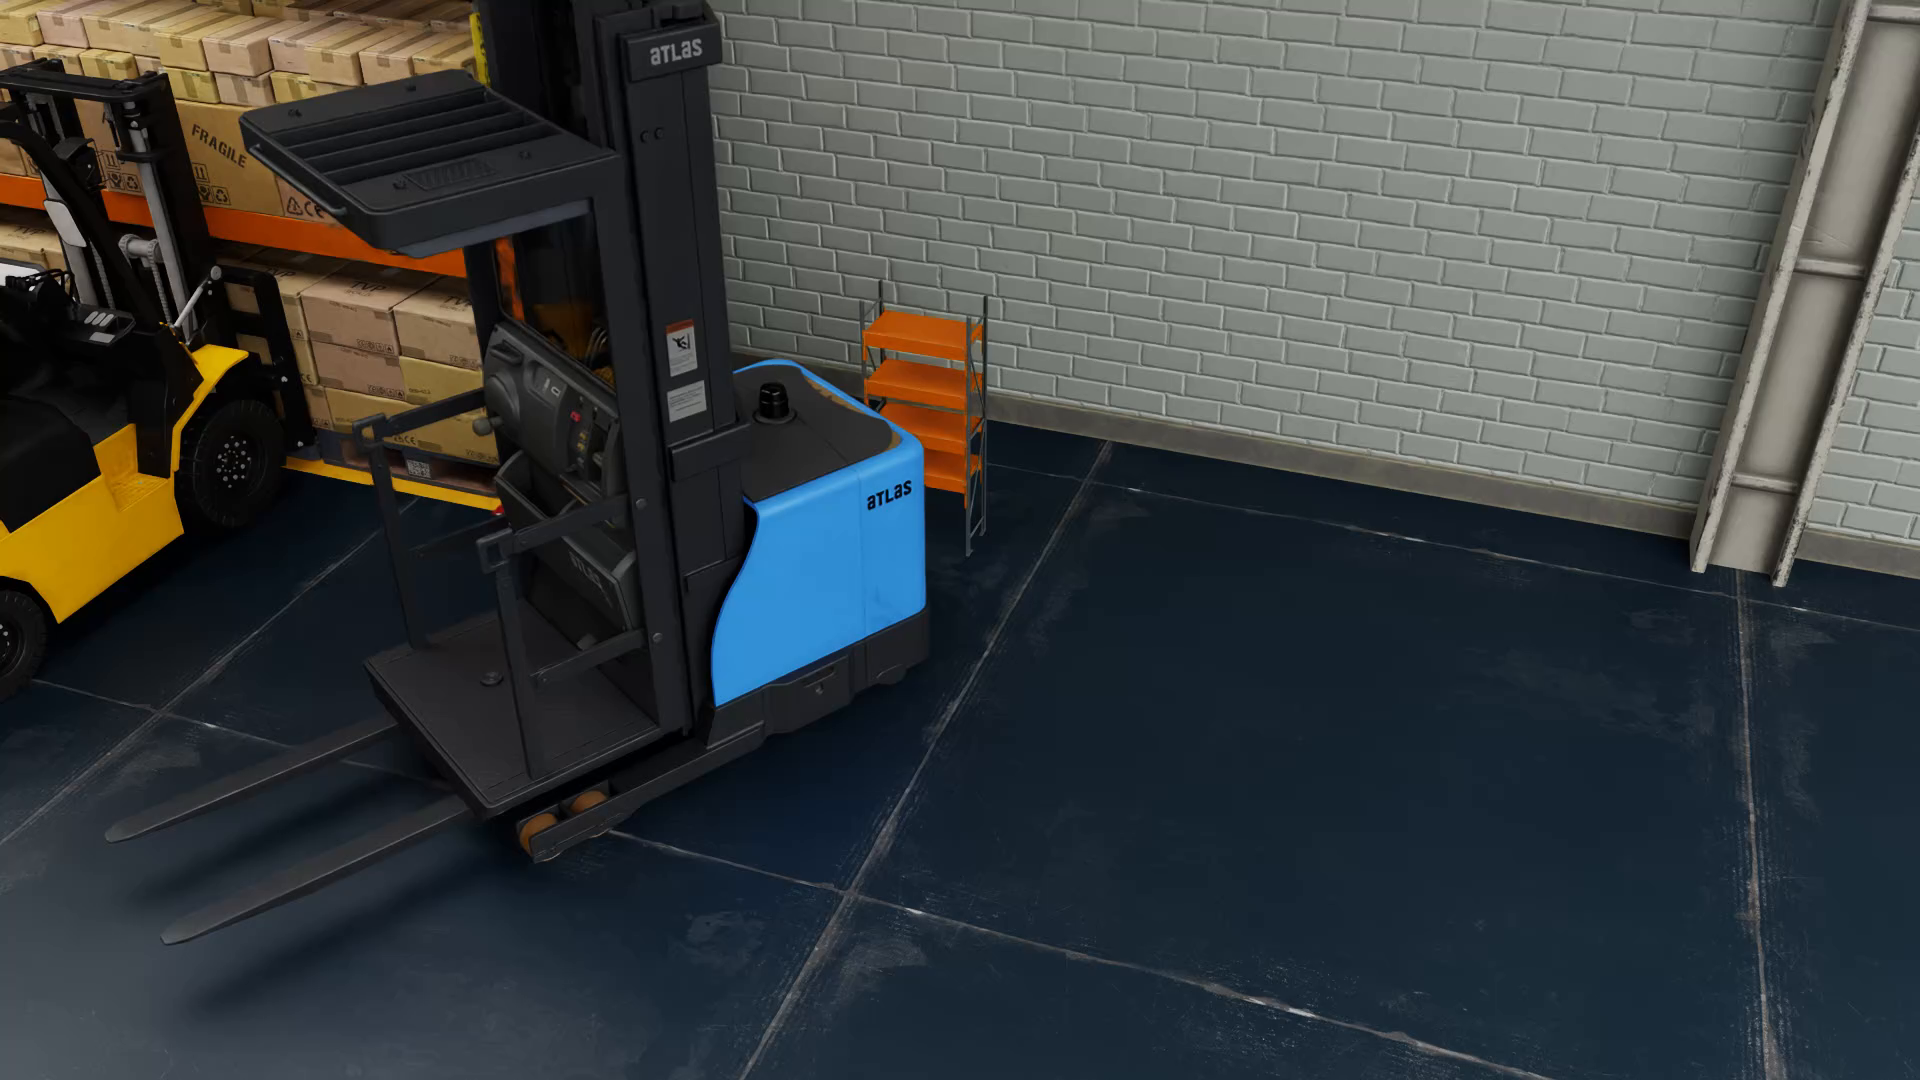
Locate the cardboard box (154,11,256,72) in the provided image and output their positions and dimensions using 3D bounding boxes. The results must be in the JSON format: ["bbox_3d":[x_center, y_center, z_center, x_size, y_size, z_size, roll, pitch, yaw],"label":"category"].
[{"bbox_3d":[-3.391,-2.254,7.511,0.250,0.149,0.380,12,35,17],"label":"cardboard box"}]

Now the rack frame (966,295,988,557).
[{"bbox_3d":[0.074,-0.490,7.402,0.015,1.200,0.240,11,34,16],"label":"rack frame"}]

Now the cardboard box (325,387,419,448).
[{"bbox_3d":[-2.761,-0.716,8.241,0.500,0.250,0.500,11,34,16],"label":"cardboard box"}]

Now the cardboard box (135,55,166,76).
[{"bbox_3d":[-3.589,-2.223,7.737,0.250,0.149,0.380,11,34,16],"label":"cardboard box"}]

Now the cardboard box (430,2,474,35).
[{"bbox_3d":[-2.221,-2.365,7.682,0.250,0.149,0.380,12,35,18],"label":"cardboard box"}]

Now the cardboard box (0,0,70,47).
[{"bbox_3d":[-4.332,-2.459,7.828,0.250,0.149,0.380,10,34,16],"label":"cardboard box"}]

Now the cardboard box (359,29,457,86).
[{"bbox_3d":[-2.398,-2.101,7.274,0.250,0.149,0.380,11,34,17],"label":"cardboard box"}]

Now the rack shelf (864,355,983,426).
[{"bbox_3d":[-0.156,-0.666,7.387,0.480,0.148,0.258,11,34,16],"label":"rack shelf"}]

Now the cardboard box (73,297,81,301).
[{"bbox_3d":[-4.218,-1.202,8.533,0.500,0.250,0.500,11,34,16],"label":"cardboard box"}]

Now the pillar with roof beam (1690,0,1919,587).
[{"bbox_3d":[2.097,-1.486,1.755,0.400,9.000,9.100,11,34,16],"label":"pillar with roof beam"}]

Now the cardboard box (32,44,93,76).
[{"bbox_3d":[-4.106,-2.279,7.824,0.250,0.149,0.380,10,34,15],"label":"cardboard box"}]

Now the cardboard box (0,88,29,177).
[{"bbox_3d":[-4.687,-2.147,8.217,0.500,0.500,0.500,12,35,17],"label":"cardboard box"}]

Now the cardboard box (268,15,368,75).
[{"bbox_3d":[-2.863,-2.218,7.456,0.250,0.149,0.380,11,35,17],"label":"cardboard box"}]

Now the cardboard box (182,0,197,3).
[{"bbox_3d":[-3.688,-2.628,8.091,0.250,0.149,0.380,12,35,18],"label":"cardboard box"}]

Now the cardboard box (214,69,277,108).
[{"bbox_3d":[-3.139,-2.095,7.539,0.250,0.149,0.380,10,34,15],"label":"cardboard box"}]

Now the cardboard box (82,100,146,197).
[{"bbox_3d":[-3.744,-1.952,7.915,0.500,0.500,0.500,11,35,17],"label":"cardboard box"}]

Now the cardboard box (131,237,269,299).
[{"bbox_3d":[-3.722,-1.315,8.247,0.500,0.250,0.500,10,34,15],"label":"cardboard box"}]

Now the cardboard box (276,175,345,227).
[{"bbox_3d":[-2.785,-1.772,7.636,0.500,0.500,0.500,12,35,18],"label":"cardboard box"}]

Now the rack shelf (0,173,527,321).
[{"bbox_3d":[-3.630,-1.738,8.339,4.000,0.370,1.077,11,34,16],"label":"rack shelf"}]

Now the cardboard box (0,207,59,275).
[{"bbox_3d":[-4.685,-1.500,8.533,0.500,0.250,0.500,11,34,17],"label":"cardboard box"}]

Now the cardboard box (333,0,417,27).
[{"bbox_3d":[-2.708,-2.443,7.804,0.250,0.149,0.380,11,35,17],"label":"cardboard box"}]

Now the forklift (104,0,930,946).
[{"bbox_3d":[-1.585,-0.405,5.674,3.031,2.935,1.130,-24,40,-32],"label":"forklift"}]

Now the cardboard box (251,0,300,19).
[{"bbox_3d":[-3.178,-2.577,8.011,0.250,0.149,0.380,10,34,15],"label":"cardboard box"}]

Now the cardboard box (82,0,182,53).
[{"bbox_3d":[-3.833,-2.404,7.743,0.250,0.149,0.380,11,34,17],"label":"cardboard box"}]

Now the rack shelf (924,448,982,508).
[{"bbox_3d":[-0.156,-0.311,7.616,0.480,0.148,0.258,11,34,16],"label":"rack shelf"}]

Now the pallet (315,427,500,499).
[{"bbox_3d":[-2.481,-0.621,8.517,1.213,0.211,1.003,11,34,16],"label":"pallet"}]

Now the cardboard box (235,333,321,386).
[{"bbox_3d":[-3.273,-1.016,8.245,0.500,0.250,0.500,10,34,15],"label":"cardboard box"}]

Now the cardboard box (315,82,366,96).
[{"bbox_3d":[-2.643,-2.019,7.422,0.250,0.149,0.380,12,35,17],"label":"cardboard box"}]

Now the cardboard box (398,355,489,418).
[{"bbox_3d":[-2.311,-0.835,7.964,0.500,0.250,0.500,11,34,16],"label":"cardboard box"}]

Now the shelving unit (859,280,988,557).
[{"bbox_3d":[-0.156,-0.534,7.471,0.503,1.200,0.258,11,34,16],"label":"shelving unit"}]

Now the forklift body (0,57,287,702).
[{"bbox_3d":[-4.148,-0.733,6.902,1.214,2.155,2.313,11,34,16],"label":"forklift body"}]

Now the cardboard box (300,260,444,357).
[{"bbox_3d":[-2.769,-1.131,7.962,0.500,0.250,0.500,12,35,17],"label":"cardboard box"}]
